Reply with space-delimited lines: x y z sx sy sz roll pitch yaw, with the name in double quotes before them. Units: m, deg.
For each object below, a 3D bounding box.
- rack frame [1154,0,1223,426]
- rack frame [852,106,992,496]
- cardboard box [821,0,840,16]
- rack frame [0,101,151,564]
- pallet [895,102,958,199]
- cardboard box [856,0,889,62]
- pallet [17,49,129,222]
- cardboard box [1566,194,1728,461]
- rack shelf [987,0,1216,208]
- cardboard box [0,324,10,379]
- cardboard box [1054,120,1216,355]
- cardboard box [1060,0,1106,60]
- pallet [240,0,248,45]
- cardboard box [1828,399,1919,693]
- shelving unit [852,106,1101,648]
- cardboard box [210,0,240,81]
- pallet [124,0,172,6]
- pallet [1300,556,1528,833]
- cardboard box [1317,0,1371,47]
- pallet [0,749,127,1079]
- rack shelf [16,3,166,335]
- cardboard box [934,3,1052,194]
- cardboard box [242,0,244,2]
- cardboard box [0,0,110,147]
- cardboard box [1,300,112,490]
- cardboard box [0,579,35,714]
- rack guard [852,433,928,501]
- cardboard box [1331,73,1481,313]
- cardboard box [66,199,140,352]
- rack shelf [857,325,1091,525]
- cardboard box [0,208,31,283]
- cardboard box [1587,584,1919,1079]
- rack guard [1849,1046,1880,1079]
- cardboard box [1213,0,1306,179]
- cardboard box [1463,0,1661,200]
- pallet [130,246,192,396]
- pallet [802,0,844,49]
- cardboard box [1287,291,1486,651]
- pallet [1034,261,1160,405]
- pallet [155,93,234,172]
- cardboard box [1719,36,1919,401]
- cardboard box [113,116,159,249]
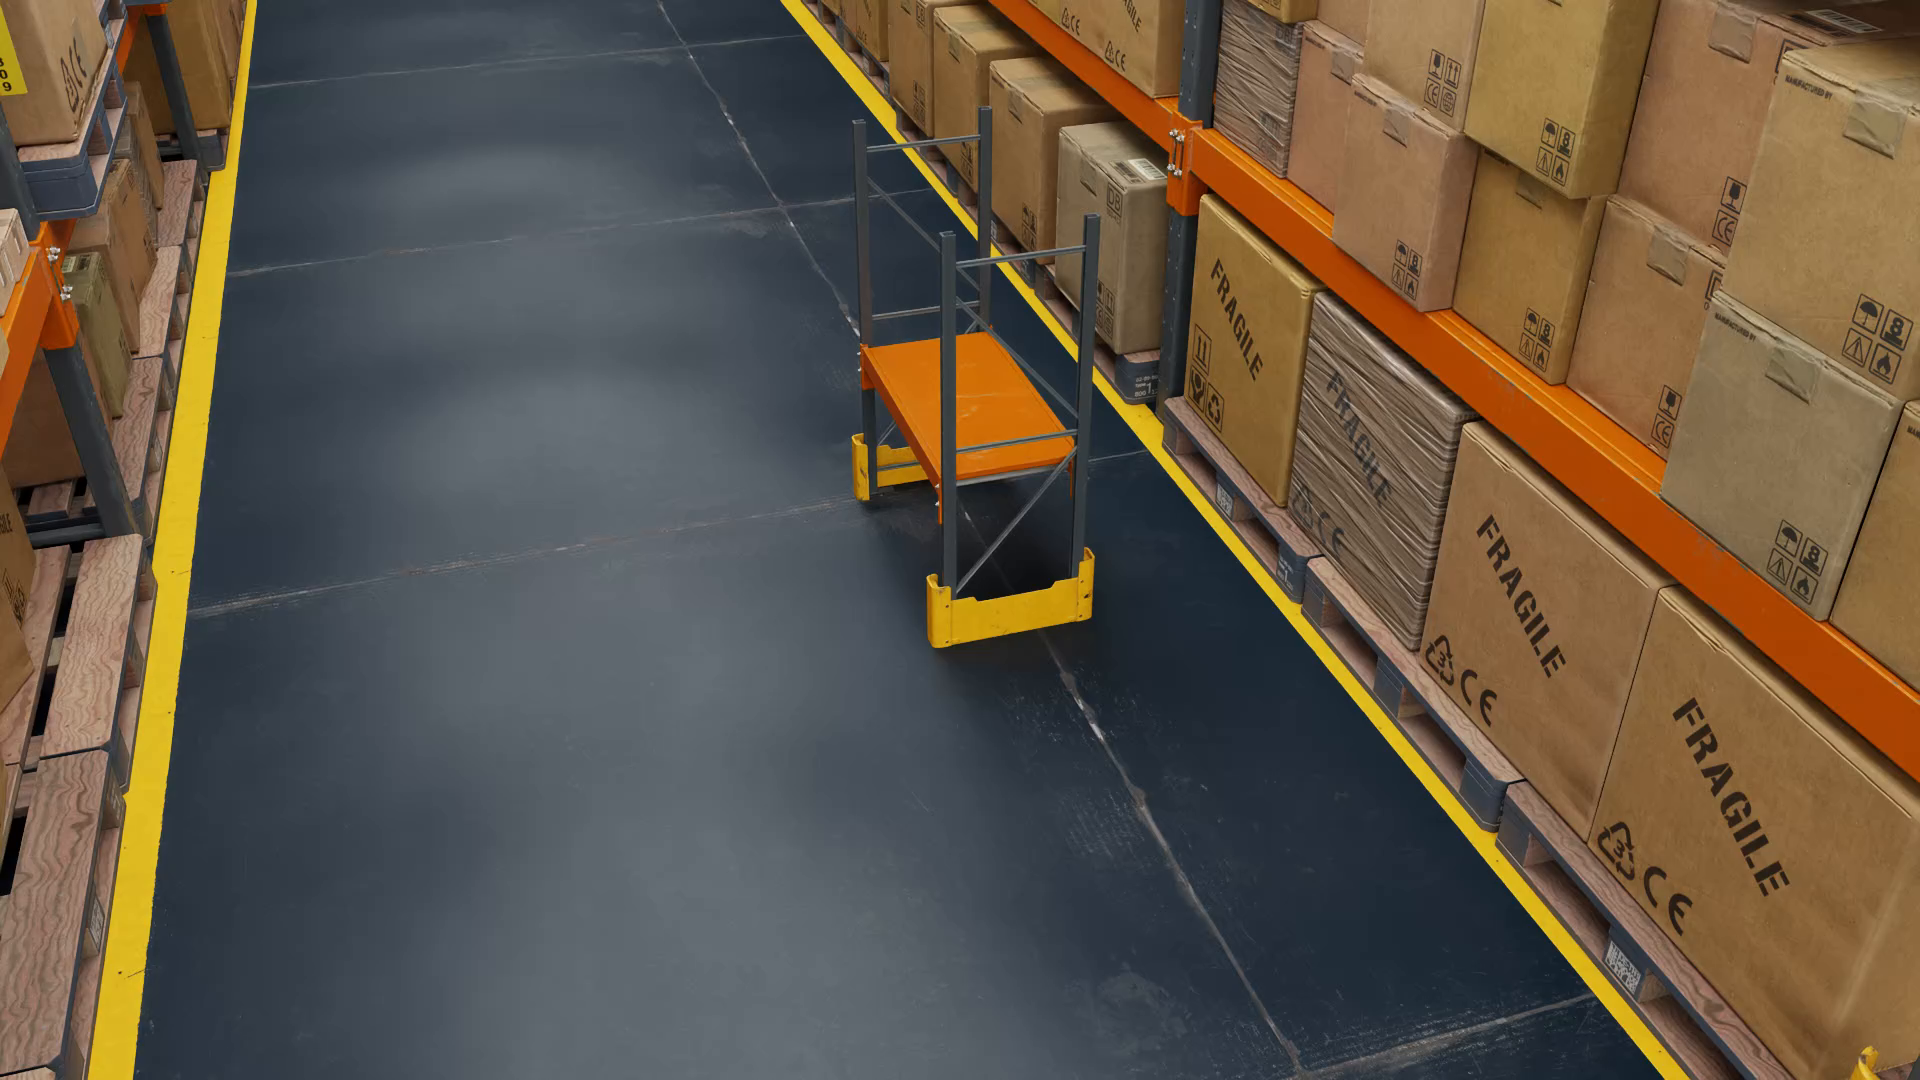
"rack frame" 1.320 -1.830 6.298 1.000 3.000 0.127 -10 35 -15
"rack frame" -0.129 -0.848 6.173 0.500 1.500 0.032 -10 35 -15
"cardboard box" -0.682 -3.912 11.335 0.500 0.500 0.500 -12 35 -17
"rack frame" -3.435 -1.049 5.116 1.000 3.000 0.127 -10 35 -15
"pallet" 0.268 -2.340 9.599 1.003 0.211 1.213 -10 35 -15
"cardboard box" -0.350 -3.364 10.506 0.500 0.500 0.500 -10 35 -15
"pallet" -3.529 -1.394 5.813 1.003 0.211 1.213 -10 35 -15
"cardboard box" 2.144 -0.579 4.270 0.875 0.550 0.550 -10 35 -15
"rack shelf" 0.710 -2.579 8.085 1.077 0.370 4.000 -10 35 -15
"cardboard box" -2.820 -0.494 4.504 0.380 0.149 0.250 -10 35 -15
"cardboard box" 1.045 -1.377 7.273 1.050 0.750 0.750 -10 35 -15
"cardboard box" 0.752 -2.366 7.018 0.500 0.500 0.500 -10 35 -15
"pallet" -5.568 -3.693 11.647 1.003 0.211 1.213 -10 35 -15
"cardboard box" 2.384 0.021 3.362 0.875 0.550 0.550 -10 35 -15
"shelving unit" 0.023 -0.586 5.776 0.587 1.500 1.083 -10 35 -15
"cardboard box" -5.110 -3.273 10.028 1.225 0.875 0.875 -10 35 -15
"pallet" -4.336 -2.712 7.808 1.213 0.211 1.003 -10 35 -15
"pallet" 1.853 0.388 5.472 1.003 0.211 1.213 -10 35 -15
"cardboard box" 1.678 -1.874 5.250 0.875 0.550 0.550 -10 35 -15
"pallet" -2.820 1.103 4.389 1.003 0.211 1.213 -10 35 -15
"rack shelf" -4.045 -1.798 6.903 1.077 0.370 4.000 -10 35 -15
"cardboard box" 0.470 -2.373 8.780 1.050 0.750 0.750 -9 35 -14
"cardboard box" -5.661 -4.205 11.439 1.225 0.875 0.875 -10 35 -15
"cardboard box" -3.544 -1.915 5.502 1.000 1.000 1.000 -10 35 -14
"cardboard box" -3.601 -0.515 6.177 0.700 0.500 0.500 -13 36 -18
"cardboard box" -3.169 0.335 4.908 0.500 0.500 0.500 0 33 1
"rack guard" -0.129 -0.326 6.516 0.587 0.250 0.087 -10 35 -15
"cardboard box" 1.686 -1.112 5.076 0.875 0.550 0.550 -10 35 -15
"cardboard box" -3.900 -1.062 7.005 0.700 0.500 0.500 -13 36 -19
"rack shelf" 0.026 -0.431 5.868 0.538 0.185 1.000 -10 35 -15
"cardboard box" -3.089 -0.880 5.089 0.380 0.149 0.250 -10 35 -15
"cardboard box" 2.270 0.637 4.112 0.875 0.875 0.875 -10 35 -14
"rack guard" 2.547 1.326 3.790 1.175 0.500 0.348 -10 35 -15
"cardboard box" 1.444 -1.700 5.966 0.875 0.550 0.550 -10 35 -15
"cardboard box" 1.881 -1.290 4.366 0.875 0.550 0.500 -10 35 -15
"pallet" -4.049 -0.935 7.474 1.003 0.211 1.213 -10 35 -15
"pallet" -0.506 -3.816 11.834 1.003 0.211 1.213 -10 35 -15
"cardboard box" 1.724 -0.304 5.535 0.875 0.875 0.875 -10 35 -14
"pallet" 1.013 -1.059 7.661 1.003 0.211 1.213 -10 35 -15
"pallet" -4.823 -2.412 9.708 1.003 0.211 1.213 -10 35 -15
"cardboard box" 2.208 -0.717 3.499 0.875 0.550 0.550 -10 35 -15
"cardboard box" -4.250 -1.652 7.897 0.700 0.500 0.500 -13 36 -19
